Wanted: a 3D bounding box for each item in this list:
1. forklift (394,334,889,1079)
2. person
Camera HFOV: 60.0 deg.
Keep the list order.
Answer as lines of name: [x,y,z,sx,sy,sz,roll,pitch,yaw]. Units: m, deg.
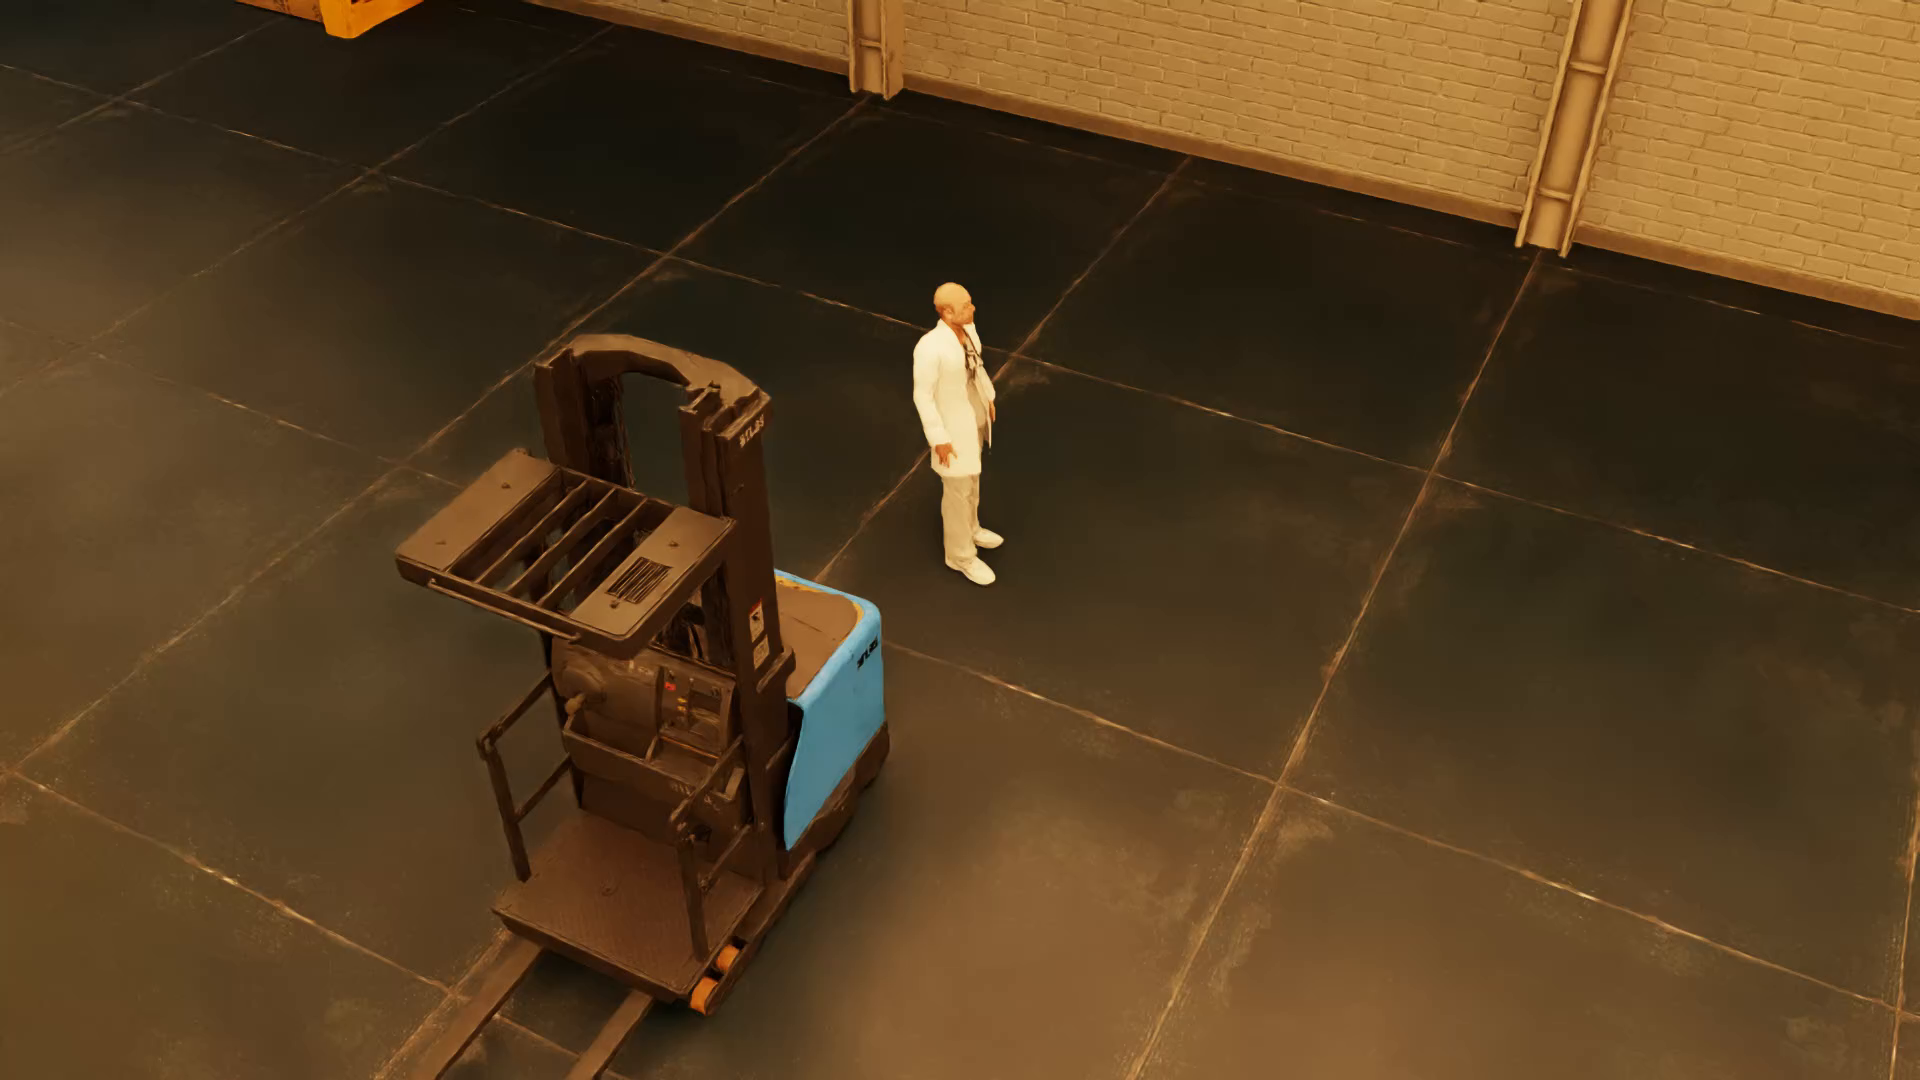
forklift: [-1.485,0.730,7.120,1.130,2.935,3.031,18,43,20]
person: [0.079,-0.656,9.649,0.579,1.776,0.694,18,43,21]
